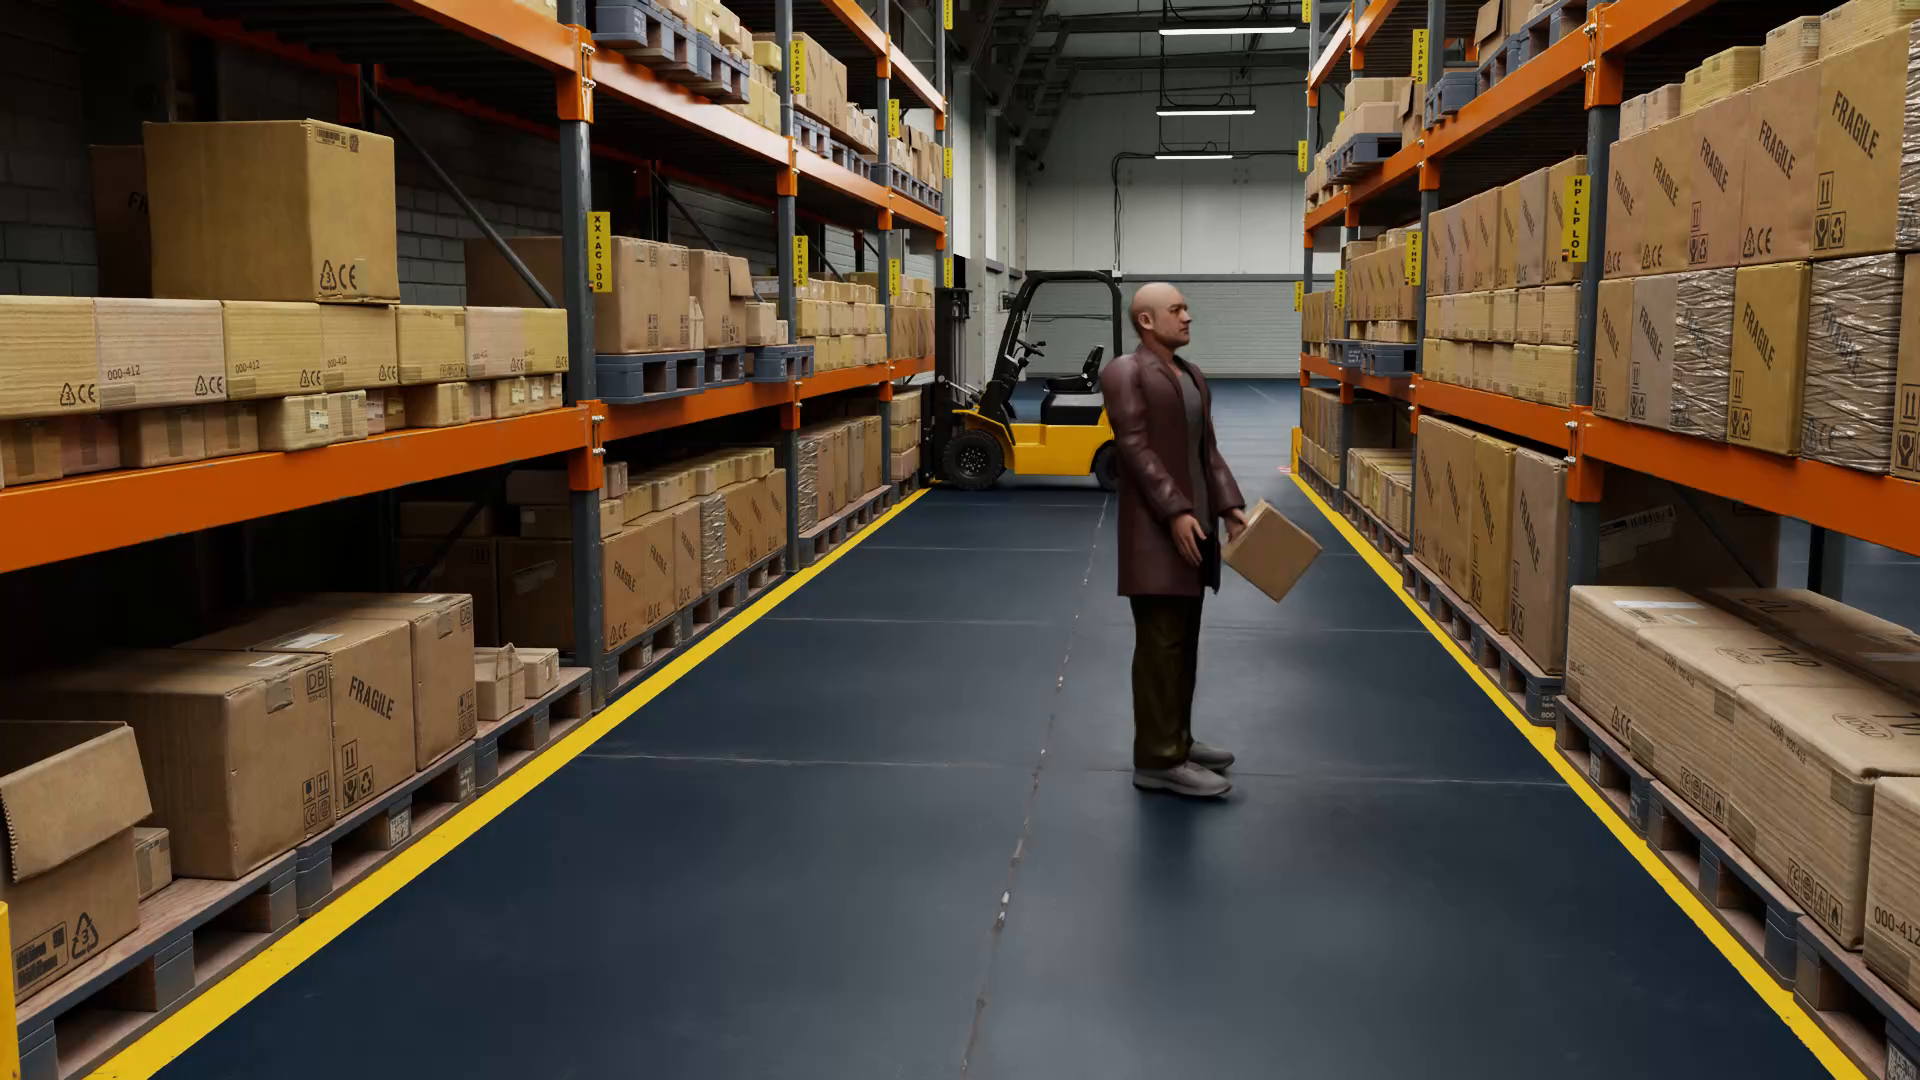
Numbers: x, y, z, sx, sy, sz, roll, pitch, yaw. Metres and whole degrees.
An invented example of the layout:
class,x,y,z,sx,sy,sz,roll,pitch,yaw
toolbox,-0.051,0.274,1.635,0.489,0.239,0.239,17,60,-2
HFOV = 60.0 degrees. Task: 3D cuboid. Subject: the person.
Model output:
class,x,y,z,sx,sy,sz,roll,pitch,yaw
person,0.830,-0.023,5.942,0.557,1.781,0.579,6,9,38
